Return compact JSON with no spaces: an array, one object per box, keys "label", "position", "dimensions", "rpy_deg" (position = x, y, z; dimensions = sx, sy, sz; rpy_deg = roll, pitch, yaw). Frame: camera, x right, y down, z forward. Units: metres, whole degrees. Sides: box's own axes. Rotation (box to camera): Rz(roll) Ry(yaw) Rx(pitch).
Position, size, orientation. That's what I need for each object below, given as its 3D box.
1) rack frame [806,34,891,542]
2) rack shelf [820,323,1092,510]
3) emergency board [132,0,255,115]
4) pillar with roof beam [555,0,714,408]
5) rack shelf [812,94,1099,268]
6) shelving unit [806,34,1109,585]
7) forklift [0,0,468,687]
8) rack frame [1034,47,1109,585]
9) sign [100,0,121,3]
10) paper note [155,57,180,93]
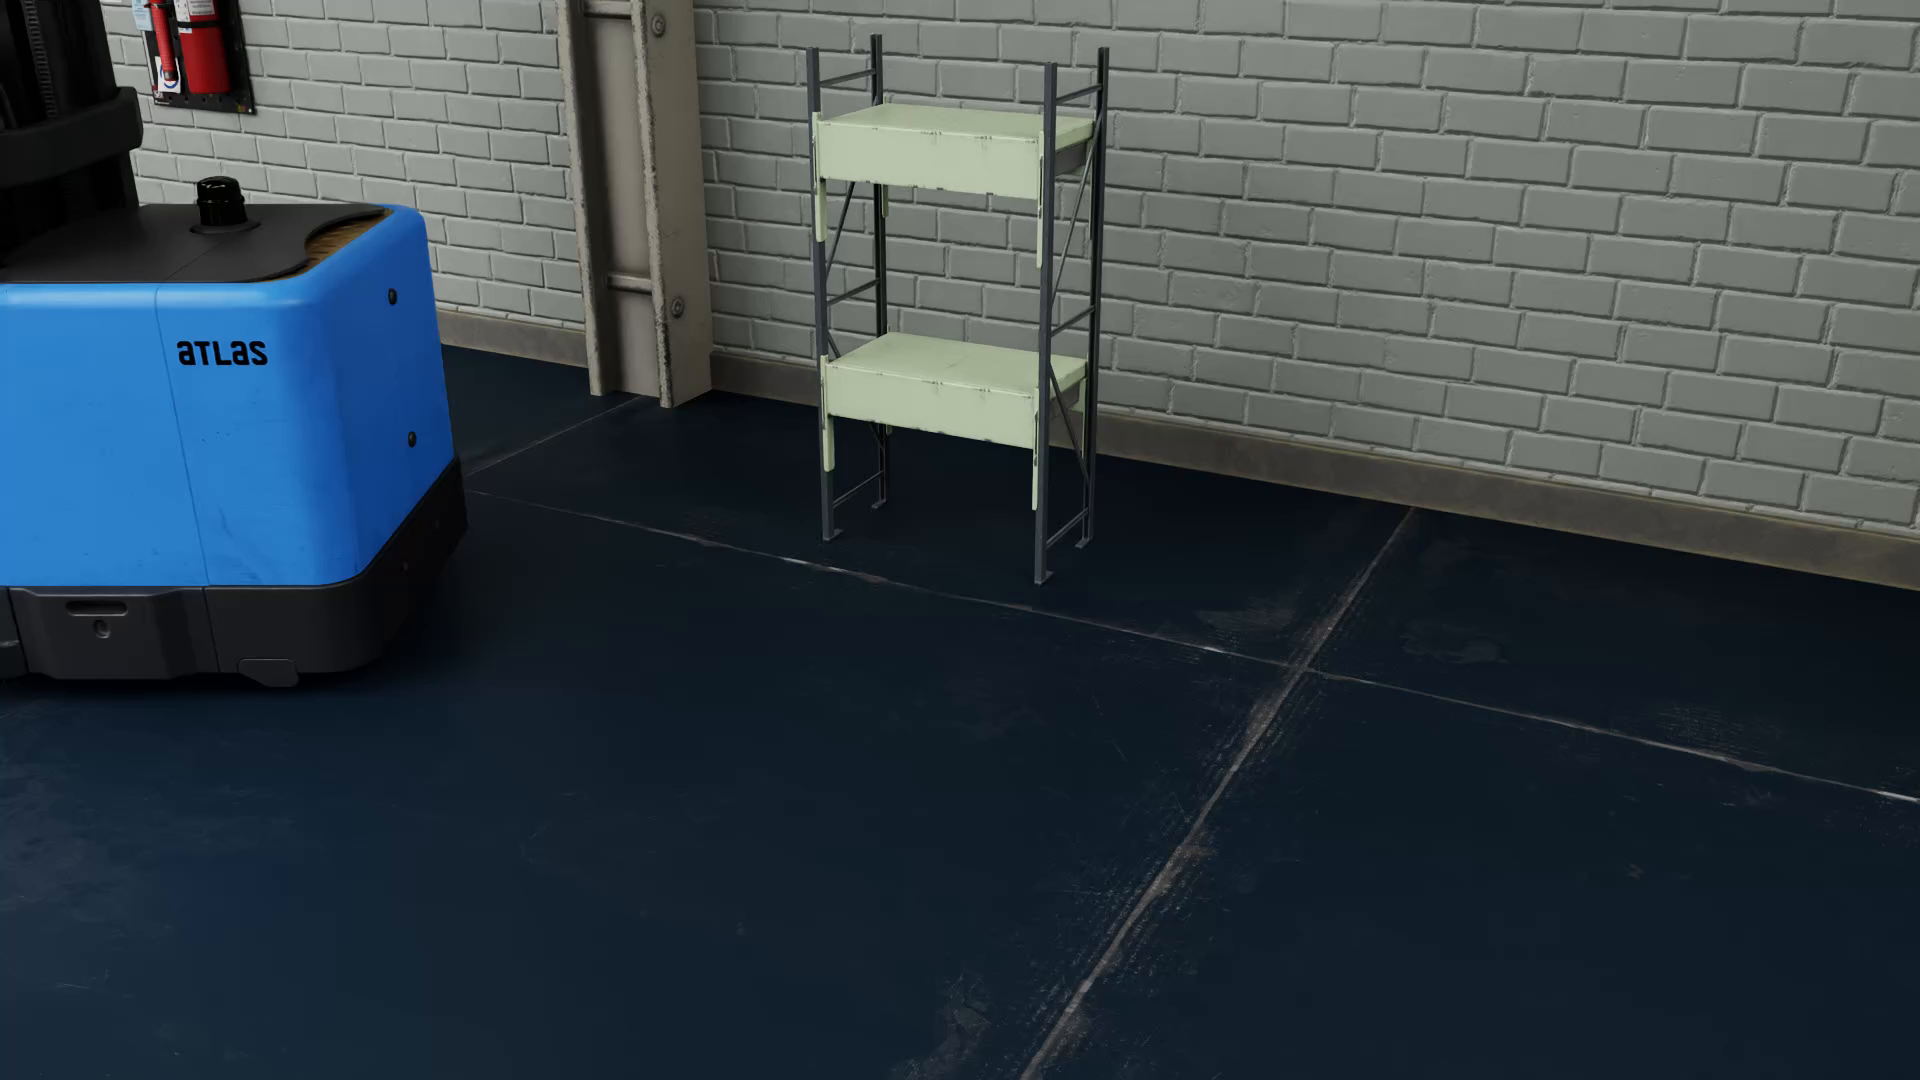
[{"label":"rack frame","position":[-0.333,-0.756,5.111],"dimensions":[0.023,1.500,0.400],"rpy_deg":[11,25,25]},{"label":"rack shelf","position":[-0.006,-0.391,5.087],"dimensions":[0.720,0.370,0.431],"rpy_deg":[11,25,25]},{"label":"emergency board","position":[-3.415,-2.430,7.130],"dimensions":[0.643,1.169,0.194],"rpy_deg":[11,25,25]},{"label":"pillar with roof beam","position":[-3.170,-3.237,1.363],"dimensions":[0.400,9.000,9.100],"rpy_deg":[11,25,25]},{"label":"rack shelf","position":[-0.006,-1.050,4.806],"dimensions":[0.720,0.370,0.431],"rpy_deg":[11,25,25]},{"label":"shelving unit","position":[-0.006,-0.691,4.959],"dimensions":[0.755,1.500,0.431],"rpy_deg":[11,25,25]},{"label":"forklift","position":[-3.034,-1.145,4.197],"dimensions":[3.031,2.935,1.130],"rpy_deg":[0,23,0]},{"label":"rack frame","position":[0.321,-0.627,4.807],"dimensions":[0.023,1.500,0.400],"rpy_deg":[11,25,25]},{"label":"sign","position":[-3.862,-2.580,7.438],"dimensions":[0.234,0.329,0.001],"rpy_deg":[11,25,25]},{"label":"paper note","position":[-3.542,-2.080,7.433],"dimensions":[0.142,0.148,0.016],"rpy_deg":[11,25,25]}]
